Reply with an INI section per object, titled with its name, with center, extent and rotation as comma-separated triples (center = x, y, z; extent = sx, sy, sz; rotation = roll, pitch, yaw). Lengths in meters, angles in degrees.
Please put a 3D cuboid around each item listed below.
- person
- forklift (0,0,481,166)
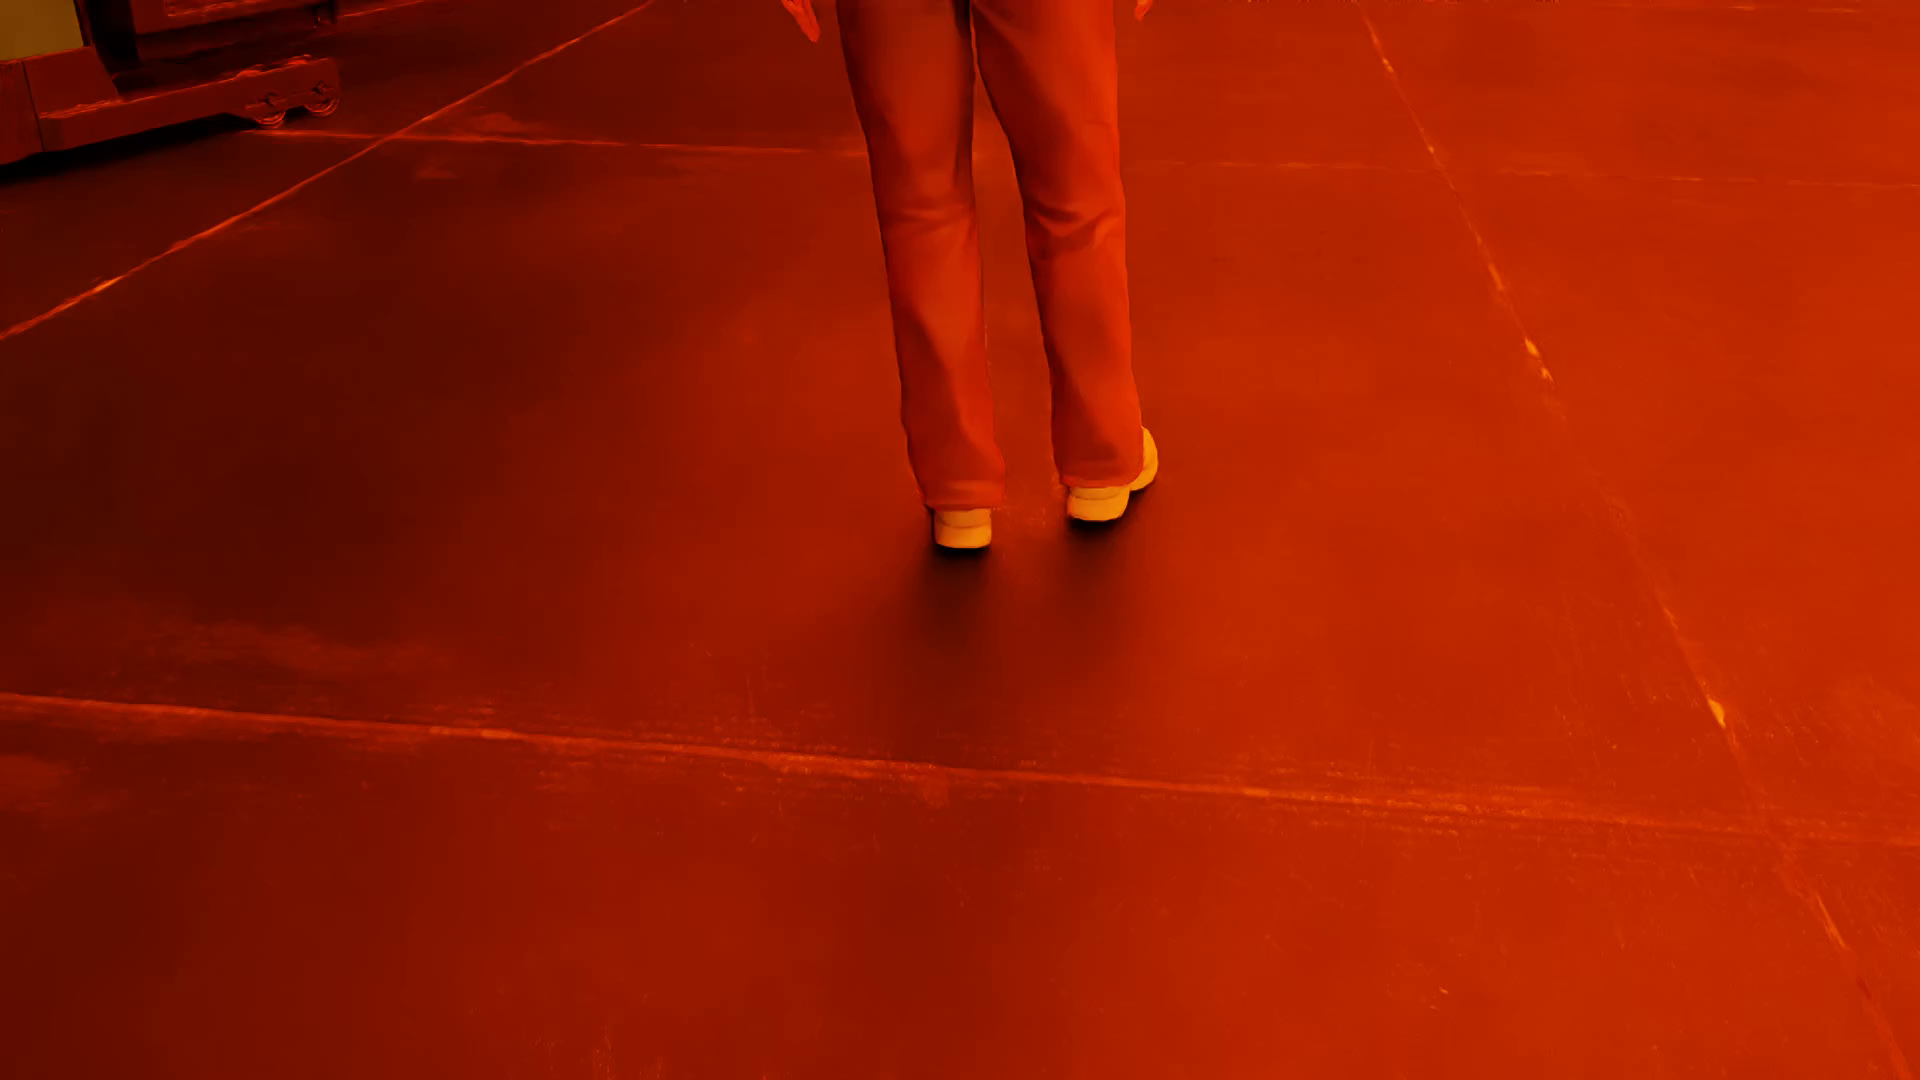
[person]
center = 0.004, -0.791, 2.120
extent = 0.536, 1.609, 0.426
rotation = 3, 27, 7
[forklift]
center = -2.585, -2.637, 4.504
extent = 1.130, 2.935, 3.031
rotation = 13, 29, 24
